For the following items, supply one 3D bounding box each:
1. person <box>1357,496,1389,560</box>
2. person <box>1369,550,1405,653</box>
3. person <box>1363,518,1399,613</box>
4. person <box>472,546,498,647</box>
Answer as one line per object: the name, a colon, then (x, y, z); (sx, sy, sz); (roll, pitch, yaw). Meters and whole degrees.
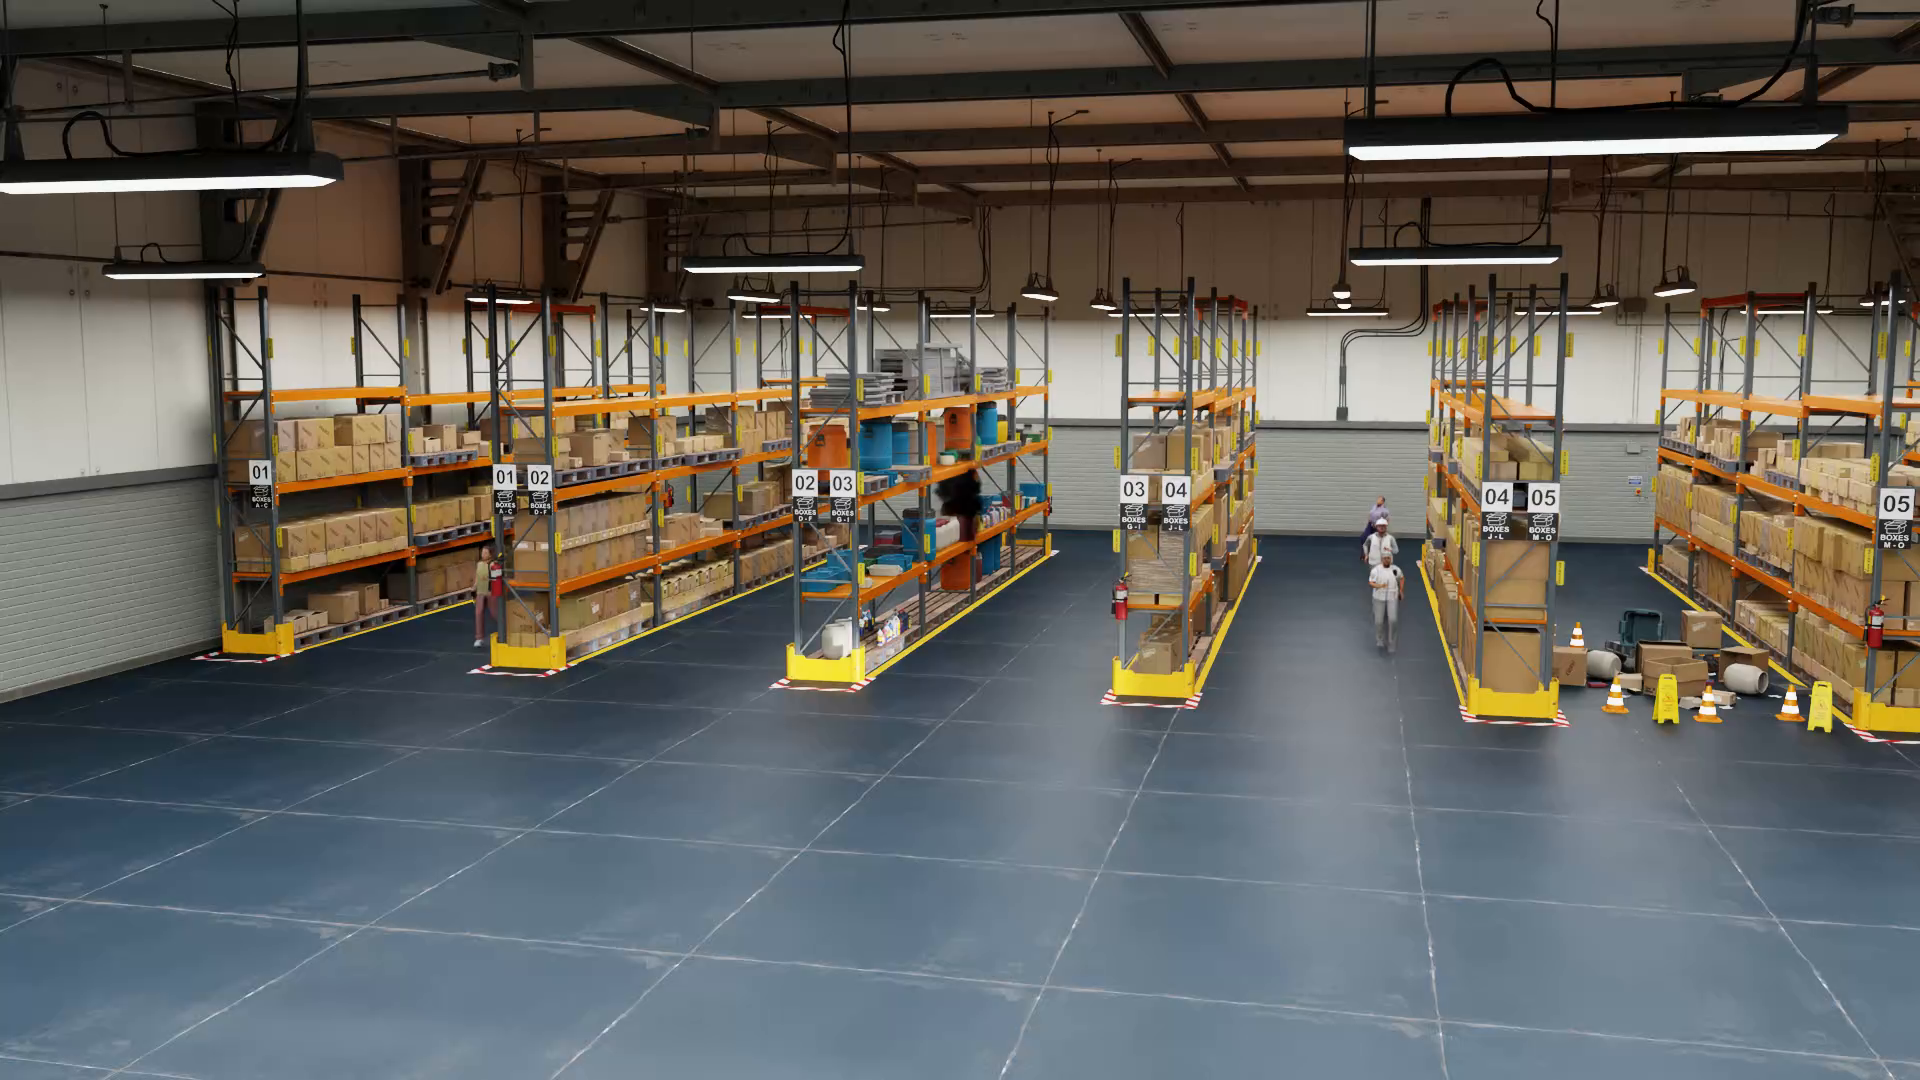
person: (9.729, -0.260, 39.170); (0.616, 1.549, 0.798); (-6, 9, -43)
person: (7.069, 1.025, 27.571); (0.576, 1.712, 0.716); (2, 7, 14)
person: (8.003, 0.466, 31.657); (0.656, 1.758, 0.970); (1, 7, 12)
person: (-8.001, 0.926, 28.177); (0.580, 1.642, 0.964); (1, 7, 8)
